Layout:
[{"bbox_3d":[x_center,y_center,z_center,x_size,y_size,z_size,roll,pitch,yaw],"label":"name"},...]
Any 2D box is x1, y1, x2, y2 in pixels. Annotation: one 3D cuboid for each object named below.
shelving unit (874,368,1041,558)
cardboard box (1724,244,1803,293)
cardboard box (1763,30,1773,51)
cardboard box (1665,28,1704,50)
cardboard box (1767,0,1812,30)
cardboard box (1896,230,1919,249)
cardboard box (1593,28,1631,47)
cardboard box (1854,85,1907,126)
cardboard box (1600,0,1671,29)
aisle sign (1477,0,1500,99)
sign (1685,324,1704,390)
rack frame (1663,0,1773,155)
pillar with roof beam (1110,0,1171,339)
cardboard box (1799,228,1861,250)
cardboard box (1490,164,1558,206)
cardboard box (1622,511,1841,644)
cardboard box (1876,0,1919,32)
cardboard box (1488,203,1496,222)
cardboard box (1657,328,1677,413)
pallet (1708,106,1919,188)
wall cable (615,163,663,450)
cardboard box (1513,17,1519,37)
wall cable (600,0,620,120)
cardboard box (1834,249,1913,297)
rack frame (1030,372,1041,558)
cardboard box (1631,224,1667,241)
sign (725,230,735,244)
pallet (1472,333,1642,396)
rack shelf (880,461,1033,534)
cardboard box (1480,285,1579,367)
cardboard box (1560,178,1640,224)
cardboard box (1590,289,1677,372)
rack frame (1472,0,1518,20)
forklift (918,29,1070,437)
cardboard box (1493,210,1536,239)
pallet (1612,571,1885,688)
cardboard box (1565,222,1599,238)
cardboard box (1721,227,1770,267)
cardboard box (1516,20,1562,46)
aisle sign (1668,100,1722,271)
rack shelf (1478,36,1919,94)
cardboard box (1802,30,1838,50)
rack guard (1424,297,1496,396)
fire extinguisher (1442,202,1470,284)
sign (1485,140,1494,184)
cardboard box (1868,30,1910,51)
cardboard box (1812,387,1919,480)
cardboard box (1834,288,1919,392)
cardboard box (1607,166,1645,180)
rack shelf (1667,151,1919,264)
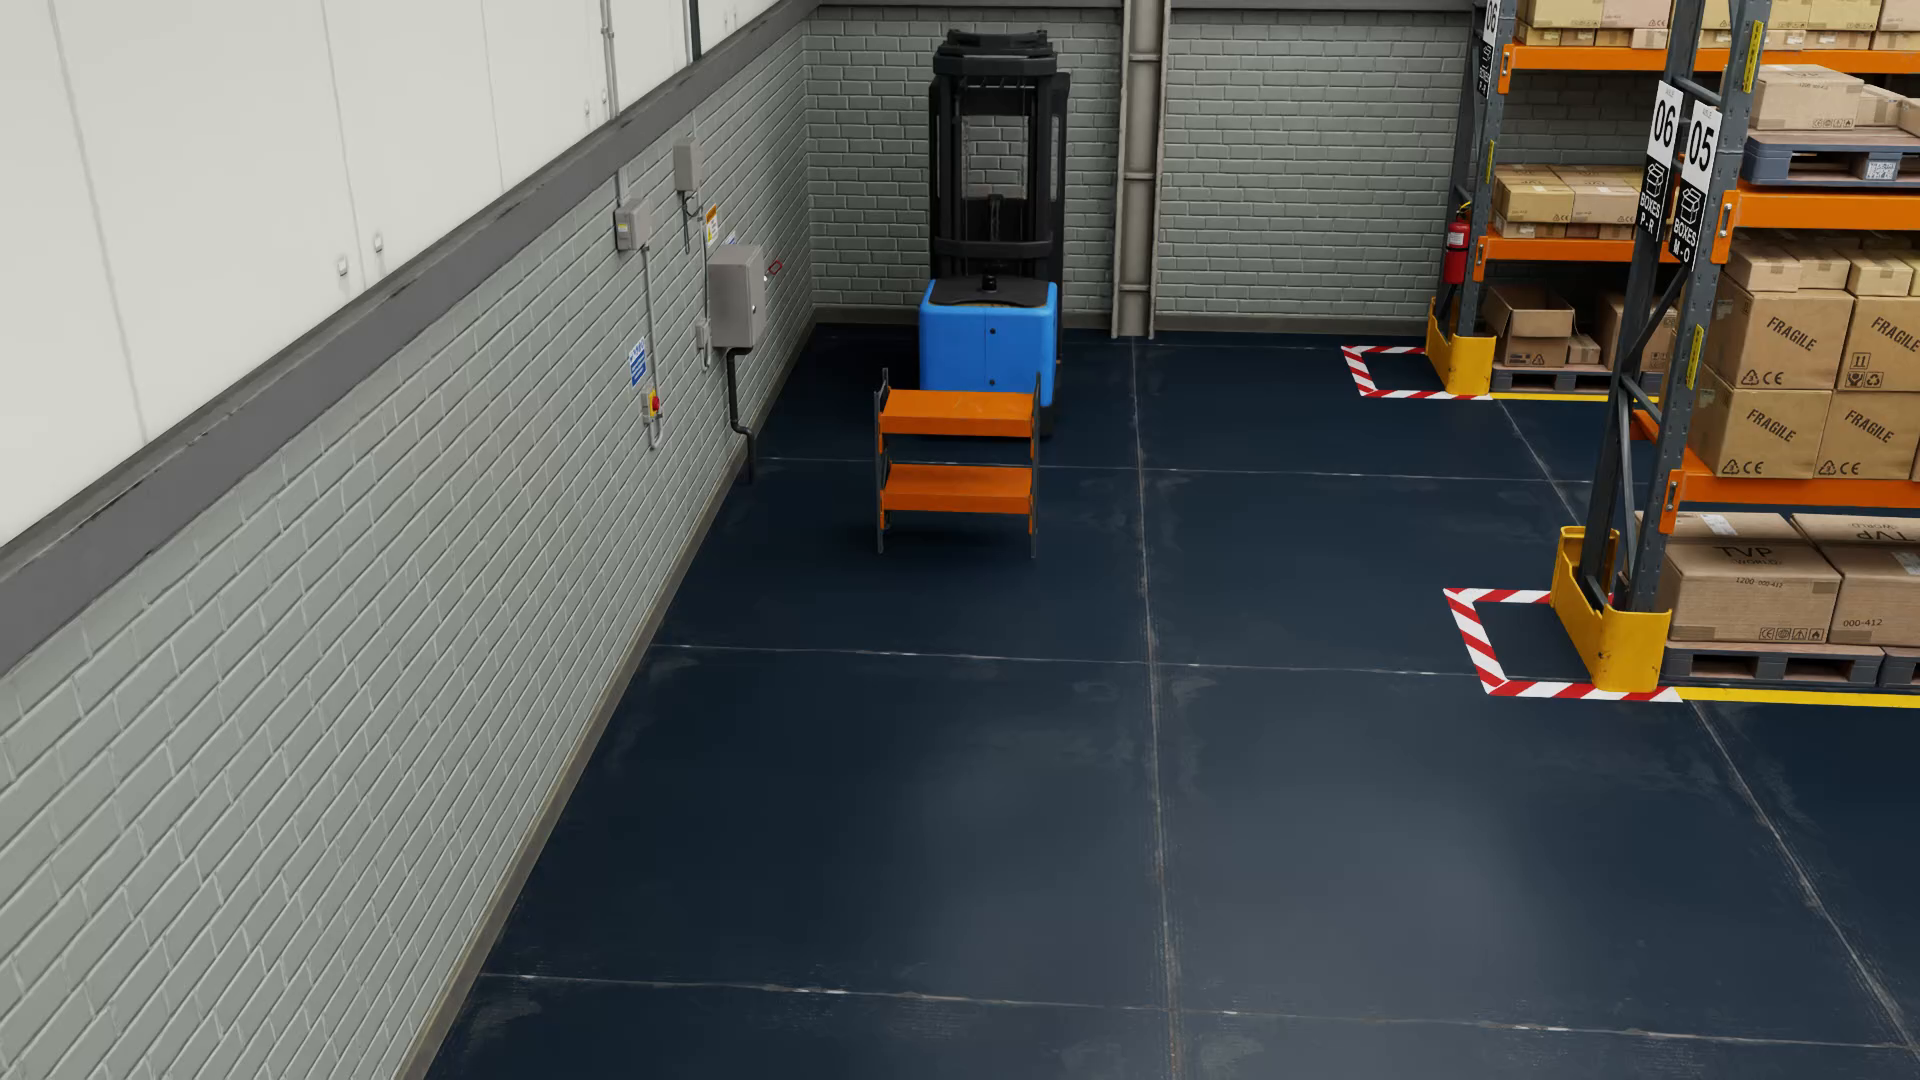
[{"bbox_3d":[-0.007,-0.511,11.015,1.048,1.125,0.538,2,25,4],"label":"shelving unit"},{"bbox_3d":[4.170,-1.413,8.641,0.250,0.149,0.380,2,25,5],"label":"cardboard box"},{"bbox_3d":[6.035,-3.866,12.776,0.250,0.149,0.380,2,25,4],"label":"cardboard box"},{"bbox_3d":[5.534,-3.887,12.821,0.250,0.149,0.380,2,25,4],"label":"cardboard box"},{"bbox_3d":[6.171,-4.080,12.763,0.500,0.250,0.500,1,25,3],"label":"cardboard box"},{"bbox_3d":[5.233,-1.577,8.998,0.250,0.149,0.380,2,25,4],"label":"cardboard box"},{"bbox_3d":[5.032,-3.943,12.943,0.250,0.149,0.380,2,25,4],"label":"cardboard box"},{"bbox_3d":[4.717,-2.273,8.692,0.250,0.149,0.380,0,25,0],"label":"cardboard box"},{"bbox_3d":[5.144,-4.108,12.825,0.500,0.250,0.500,2,25,5],"label":"cardboard box"},{"bbox_3d":[4.123,-3.875,12.973,0.004,0.787,0.394,2,25,4],"label":"aisle sign"},{"bbox_3d":[3.789,-0.944,8.582,0.005,0.325,0.100,2,25,4],"label":"sign"},{"bbox_3d":[3.838,-3.471,8.027,0.127,3.000,1.000,2,25,4],"label":"rack frame"},{"bbox_3d":[1.265,-4.207,9.628,0.400,9.000,9.100,2,25,4],"label":"pillar with roof beam"},{"bbox_3d":[4.730,-1.640,9.135,0.250,0.149,0.380,2,25,3],"label":"cardboard box"},{"bbox_3d":[4.693,-2.977,13.955,0.500,0.250,0.500,3,25,6],"label":"cardboard box"},{"bbox_3d":[4.503,0.207,9.774,0.875,0.438,0.875,1,25,2],"label":"cardboard box"},{"bbox_3d":[7.183,-4.039,12.675,0.500,0.250,0.500,1,25,2],"label":"cardboard box"},{"bbox_3d":[4.565,-2.801,14.050,0.250,0.149,0.380,2,25,3],"label":"cardboard box"},{"bbox_3d":[4.339,-0.886,9.467,0.500,0.500,0.500,2,25,4],"label":"cardboard box"},{"bbox_3d":[4.578,-2.048,8.631,1.213,0.211,1.003,2,25,4],"label":"pallet"},{"bbox_3d":[-1.786,-1.392,9.434,0.123,1.953,0.585,2,25,4],"label":"wall cable"},{"bbox_3d":[4.551,-4.149,13.391,0.250,0.149,0.380,2,25,5],"label":"cardboard box"},{"bbox_3d":[-1.856,-3.535,8.168,0.029,3.000,0.463,2,25,4],"label":"wall cable"},{"bbox_3d":[4.688,-1.378,8.565,0.250,0.149,0.380,3,25,6],"label":"cardboard box"},{"bbox_3d":[0.500,-0.495,10.980,0.032,1.125,0.500,2,25,4],"label":"rack frame"},{"bbox_3d":[5.555,-2.553,13.510,0.250,0.149,0.380,2,25,5],"label":"cardboard box"},{"bbox_3d":[-1.649,-1.956,12.027,0.001,0.494,0.329,2,25,4],"label":"sign"},{"bbox_3d":[5.085,-1.520,14.301,1.213,0.211,1.003,2,25,4],"label":"pallet"},{"bbox_3d":[-0.007,-0.289,11.118,1.000,0.278,0.538,2,25,4],"label":"rack shelf"},{"bbox_3d":[4.816,-1.812,14.083,0.637,0.503,0.797,1,25,2],"label":"cardboard box"},{"bbox_3d":[5.148,-2.738,13.436,0.500,0.250,0.500,2,25,5],"label":"cardboard box"},{"bbox_3d":[5.666,-1.767,13.989,0.500,0.500,0.700,3,25,6],"label":"cardboard box"},{"bbox_3d":[4.214,-5.540,12.524,0.127,3.000,1.000,2,25,4],"label":"rack frame"},{"bbox_3d":[0.320,-2.707,13.627,1.130,2.935,3.031,2,25,5],"label":"forklift"},{"bbox_3d":[4.521,-2.575,13.559,0.250,0.149,0.380,2,25,4],"label":"cardboard box"},{"bbox_3d":[4.641,0.514,9.880,1.213,0.211,1.003,2,25,4],"label":"pallet"},{"bbox_3d":[5.042,-2.593,13.596,0.250,0.149,0.380,2,25,3],"label":"cardboard box"},{"bbox_3d":[4.211,-1.612,9.072,0.250,0.149,0.380,2,25,5],"label":"cardboard box"},{"bbox_3d":[4.514,-3.956,12.970,0.250,0.149,0.380,2,25,5],"label":"cardboard box"},{"bbox_3d":[3.744,-1.808,8.480,0.004,0.787,0.394,2,25,4],"label":"aisle sign"},{"bbox_3d":[6.208,-3.786,13.162,4.000,0.370,1.077,2,25,4],"label":"rack shelf"},{"bbox_3d":[6.549,-3.881,12.807,0.250,0.149,0.380,2,25,5],"label":"cardboard box"},{"bbox_3d":[4.290,-1.676,14.295,0.348,0.500,1.175,2,25,4],"label":"rack guard"},{"bbox_3d":[4.032,-2.422,13.463,0.183,0.674,0.296,2,25,4],"label":"fire extinguisher"},{"bbox_3d":[4.172,-2.981,13.105,0.005,0.325,0.100,2,25,4],"label":"sign"},{"bbox_3d":[7.066,-3.854,12.750,0.250,0.149,0.380,2,25,4],"label":"cardboard box"},{"bbox_3d":[4.801,-0.651,8.957,0.500,0.500,0.500,1,25,3],"label":"cardboard box"},{"bbox_3d":[4.810,-1.097,8.731,0.500,0.500,0.500,1,25,3],"label":"cardboard box"},{"bbox_3d":[5.700,-2.942,13.880,0.500,0.250,0.500,3,25,6],"label":"cardboard box"},{"bbox_3d":[5.832,-1.717,8.666,4.000,0.370,1.077,2,25,4],"label":"rack shelf"}]
